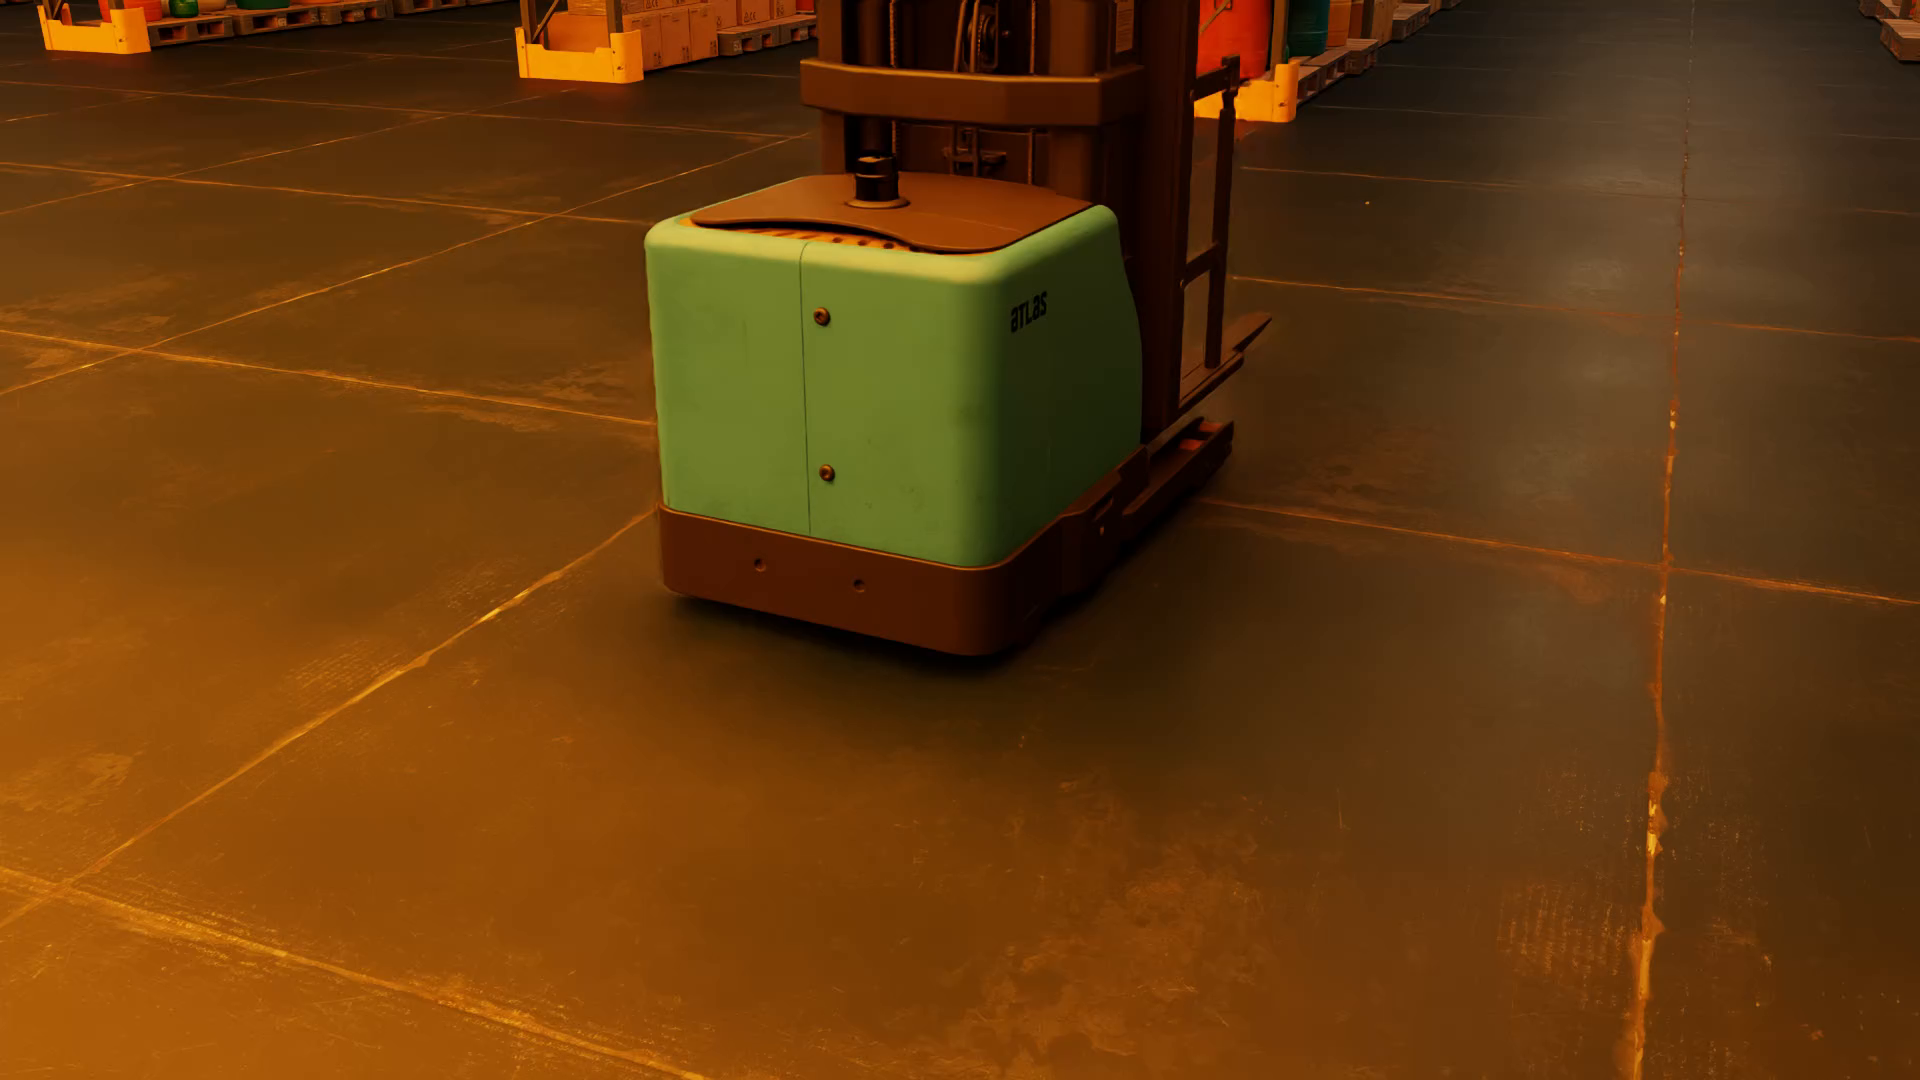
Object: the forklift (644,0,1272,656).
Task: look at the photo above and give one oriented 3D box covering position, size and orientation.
[{"bbox_3d":[0.280,-1.591,5.098,1.130,2.935,3.031,11,25,24],"label":"forklift"}]
